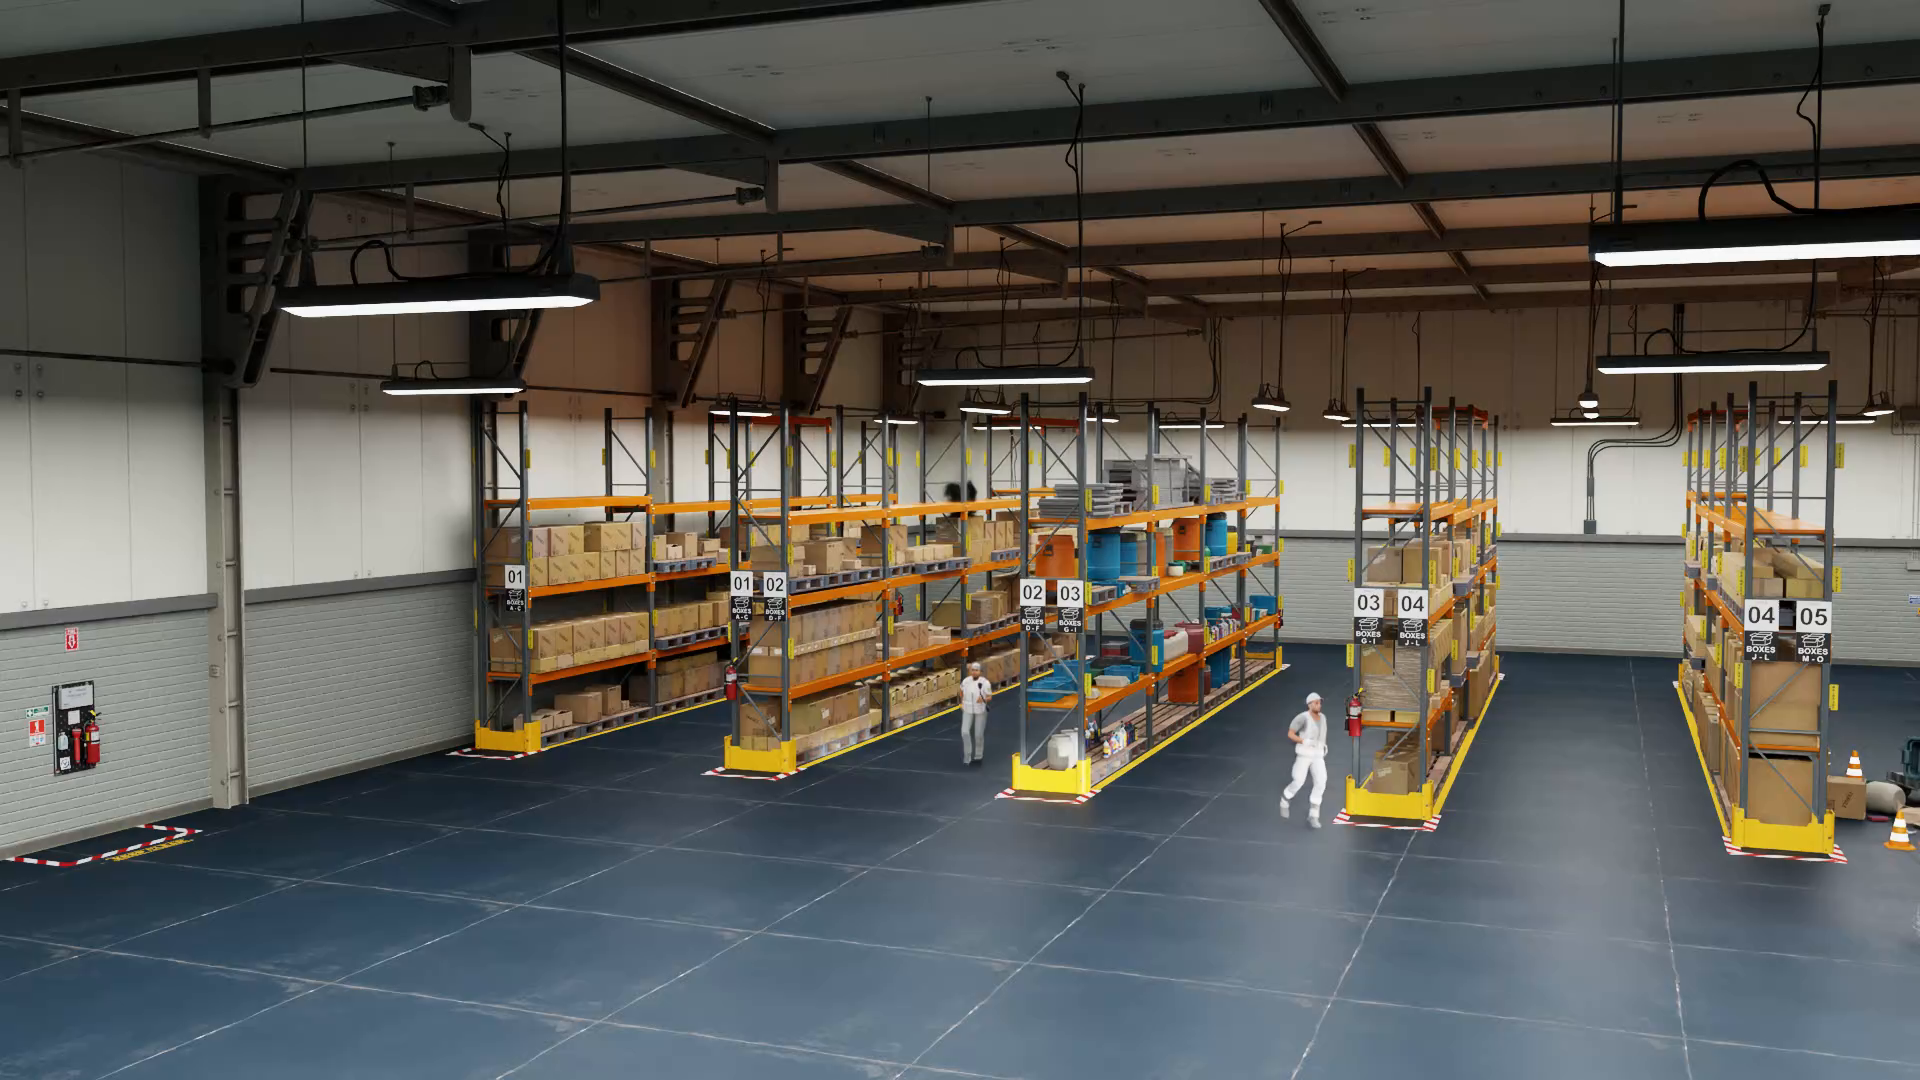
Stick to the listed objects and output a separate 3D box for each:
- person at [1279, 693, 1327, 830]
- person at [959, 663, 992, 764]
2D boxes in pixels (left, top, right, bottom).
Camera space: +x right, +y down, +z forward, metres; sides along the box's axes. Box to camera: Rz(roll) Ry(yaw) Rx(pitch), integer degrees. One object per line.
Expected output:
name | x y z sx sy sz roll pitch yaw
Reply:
person | 4.792 2.989 22.796 0.688 1.796 0.892 -1 3 -21
person | 0.241 2.856 27.328 0.579 1.687 0.693 0 3 9
